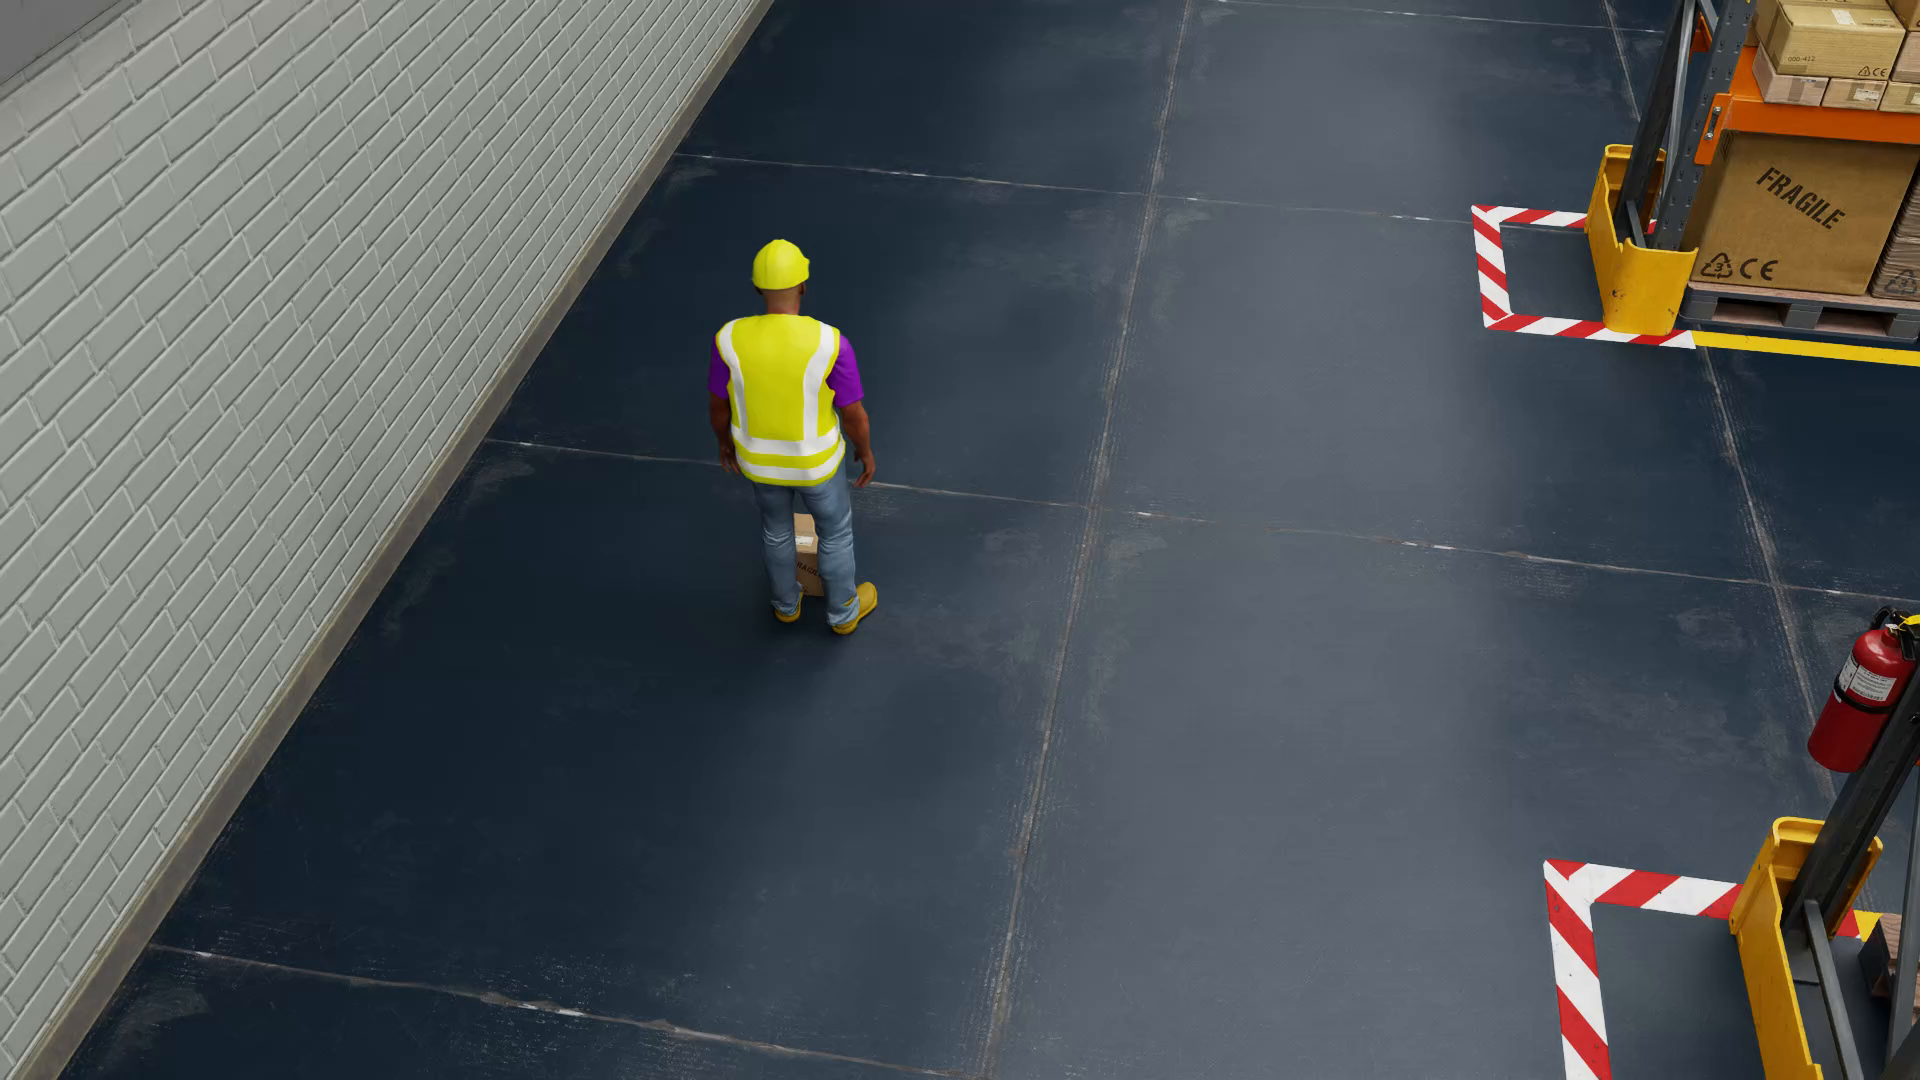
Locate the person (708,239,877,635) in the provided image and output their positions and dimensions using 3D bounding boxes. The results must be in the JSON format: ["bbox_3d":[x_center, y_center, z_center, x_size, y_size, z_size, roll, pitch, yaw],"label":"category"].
[{"bbox_3d":[-0.651,-0.364,6.572,0.633,1.760,0.463,6,41,7],"label":"person"}]
